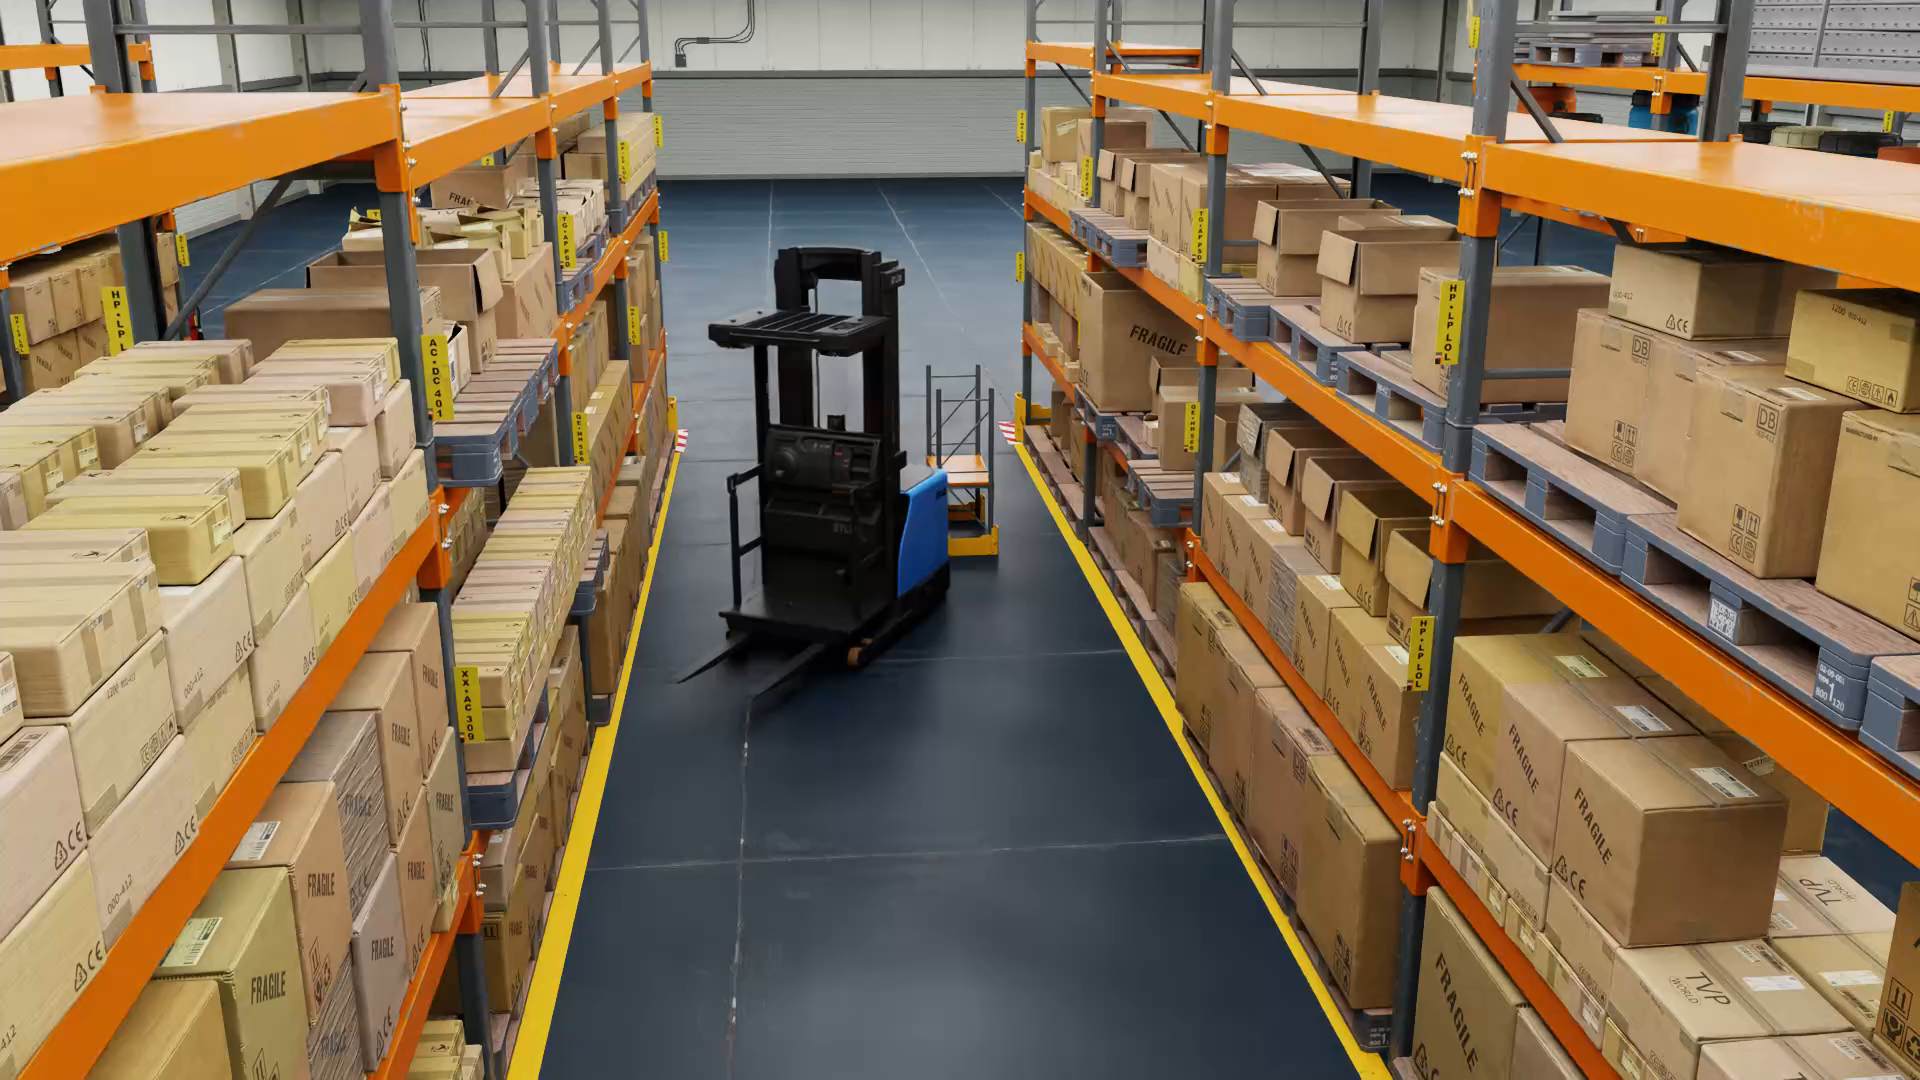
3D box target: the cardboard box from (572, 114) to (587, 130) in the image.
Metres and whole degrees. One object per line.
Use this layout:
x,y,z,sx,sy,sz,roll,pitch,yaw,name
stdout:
-3.996,-4.242,16.894,0.380,0.149,0.250,-2,18,-5,cardboard box

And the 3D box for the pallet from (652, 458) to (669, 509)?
-3.456,-0.557,16.600,1.003,0.211,1.213,-2,18,-6,pallet

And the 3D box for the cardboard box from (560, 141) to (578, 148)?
-3.734,-3.482,15.140,0.500,0.250,0.500,-2,18,-6,cardboard box

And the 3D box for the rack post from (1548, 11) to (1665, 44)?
6.363,-5.012,16.245,0.937,0.300,0.954,-2,18,-7,rack post

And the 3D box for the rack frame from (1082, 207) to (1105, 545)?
1.618,-1.418,14.685,1.000,3.000,0.127,-2,18,-6,rack frame

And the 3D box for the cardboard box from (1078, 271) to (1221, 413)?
1.561,-1.663,13.764,1.000,1.000,1.000,-2,18,-5,cardboard box

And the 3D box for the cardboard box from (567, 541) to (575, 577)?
-2.302,0.115,9.026,0.380,0.149,0.250,-2,18,-6,cardboard box

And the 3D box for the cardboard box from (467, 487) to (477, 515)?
-3.028,-0.243,9.670,0.380,0.149,0.250,-2,18,-7,cardboard box

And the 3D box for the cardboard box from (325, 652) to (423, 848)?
-2.125,0.708,5.582,0.500,0.500,0.500,-2,18,-7,cardboard box

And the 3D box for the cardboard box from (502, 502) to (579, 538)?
-2.325,-0.103,9.222,0.380,0.149,0.250,-1,17,-4,cardboard box

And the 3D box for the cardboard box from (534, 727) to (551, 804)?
-2.420,1.184,8.617,0.500,0.250,0.500,-1,17,-4,cardboard box

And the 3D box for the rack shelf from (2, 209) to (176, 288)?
-8.446,-2.795,15.266,1.077,0.370,4.000,-2,18,-6,rack shelf

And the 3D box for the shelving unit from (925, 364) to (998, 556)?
-0.008,-0.738,15.025,0.587,1.500,1.083,-2,18,-6,shelving unit

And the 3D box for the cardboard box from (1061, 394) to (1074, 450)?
1.349,-1.254,17.634,0.500,0.500,0.500,3,18,9,cardboard box

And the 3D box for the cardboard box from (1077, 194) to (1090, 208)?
1.311,-2.905,14.665,0.500,0.250,0.500,-1,17,-4,cardboard box

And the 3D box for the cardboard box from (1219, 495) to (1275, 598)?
1.865,0.033,9.897,0.500,0.500,0.500,-2,18,-7,cardboard box

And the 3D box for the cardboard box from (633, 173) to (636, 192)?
-3.104,-3.199,14.902,0.380,0.149,0.250,-2,18,-7,cardboard box

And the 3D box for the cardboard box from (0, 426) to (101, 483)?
-2.624,-0.212,4.587,0.380,0.149,0.250,-1,17,-3,cardboard box

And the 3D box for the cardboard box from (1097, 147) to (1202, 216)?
1.568,-2.955,13.701,0.797,0.503,0.637,-3,18,-8,cardboard box

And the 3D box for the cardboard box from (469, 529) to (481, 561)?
-3.041,0.036,9.772,0.380,0.149,0.250,-1,17,-3,cardboard box

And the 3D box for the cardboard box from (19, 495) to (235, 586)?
-1.948,0.002,3.906,0.380,0.149,0.250,-1,17,-4,cardboard box

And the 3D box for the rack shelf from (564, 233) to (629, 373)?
-3.120,-1.787,12.053,1.077,0.370,4.000,-2,18,-6,rack shelf

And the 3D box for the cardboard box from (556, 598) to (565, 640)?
-2.247,0.413,8.573,0.380,0.149,0.250,-3,18,-8,cardboard box

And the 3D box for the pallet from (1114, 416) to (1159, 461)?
1.786,-0.723,12.792,1.003,0.211,1.213,-2,18,-6,pallet

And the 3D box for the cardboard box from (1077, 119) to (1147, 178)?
1.318,-3.403,14.503,0.500,0.500,0.500,-2,18,-7,cardboard box

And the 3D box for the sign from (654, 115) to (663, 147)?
-3.197,-4.315,17.559,0.100,0.325,0.005,-2,18,-6,sign

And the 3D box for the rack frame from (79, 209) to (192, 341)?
-8.652,-2.303,17.506,1.000,3.000,0.127,-2,18,-6,rack frame

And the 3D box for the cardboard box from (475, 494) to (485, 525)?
-3.063,-0.175,9.949,0.380,0.149,0.250,-1,17,-3,cardboard box

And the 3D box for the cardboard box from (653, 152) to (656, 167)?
-3.367,-3.957,17.317,0.380,0.149,0.250,-2,18,-6,cardboard box

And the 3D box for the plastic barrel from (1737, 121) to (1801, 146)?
6.813,-3.096,14.187,0.600,0.901,0.708,-2,18,-6,plastic barrel

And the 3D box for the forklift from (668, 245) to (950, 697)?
-1.109,-0.597,12.184,1.130,2.935,3.031,7,19,21,forklift

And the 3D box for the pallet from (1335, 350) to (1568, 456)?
2.299,-0.646,7.537,0.805,0.209,1.217,-2,18,-8,pallet

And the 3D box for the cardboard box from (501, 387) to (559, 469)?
-2.950,-0.762,10.759,0.700,0.500,0.500,-2,18,-6,cardboard box

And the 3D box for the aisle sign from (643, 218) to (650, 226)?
-3.448,-3.757,17.796,0.394,0.787,0.004,-2,18,-6,aisle sign

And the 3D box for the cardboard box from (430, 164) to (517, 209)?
-3.371,-2.339,11.577,0.500,0.500,0.500,-2,18,-6,cardboard box

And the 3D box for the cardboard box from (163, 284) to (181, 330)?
-8.322,-2.340,16.958,0.500,0.500,0.500,-2,18,-7,cardboard box

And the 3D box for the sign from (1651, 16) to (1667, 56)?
5.996,-4.319,14.261,0.100,0.325,0.005,-2,18,-6,sign

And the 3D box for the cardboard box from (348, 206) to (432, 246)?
-3.093,-1.664,9.017,0.396,0.266,0.258,-2,18,-6,cardboard box

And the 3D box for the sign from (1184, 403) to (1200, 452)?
1.492,-0.721,10.665,0.100,0.325,0.005,-2,18,-6,sign

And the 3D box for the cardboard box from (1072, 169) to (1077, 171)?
1.241,-3.370,15.482,0.380,0.149,0.250,-1,17,-4,cardboard box

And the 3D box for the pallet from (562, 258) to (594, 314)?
-3.033,-1.634,10.681,1.213,0.211,1.003,-1,17,-3,pallet

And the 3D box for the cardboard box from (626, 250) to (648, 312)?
-3.484,-2.475,16.001,0.875,0.550,0.500,-2,18,-6,cardboard box

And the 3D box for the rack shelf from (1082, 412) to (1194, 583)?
1.824,-0.479,12.895,1.077,0.370,4.000,-2,18,-6,rack shelf

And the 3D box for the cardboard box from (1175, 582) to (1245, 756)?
2.081,0.794,10.487,1.225,0.875,0.875,-3,18,-8,cardboard box

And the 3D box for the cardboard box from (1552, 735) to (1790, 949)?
2.340,0.990,5.517,0.500,0.500,0.500,-2,18,-7,cardboard box

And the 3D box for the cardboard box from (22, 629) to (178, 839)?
-1.930,0.388,3.340,0.500,0.250,0.500,-2,18,-6,cardboard box

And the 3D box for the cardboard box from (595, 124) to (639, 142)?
-3.158,-3.732,15.270,0.380,0.149,0.250,-2,18,-6,cardboard box

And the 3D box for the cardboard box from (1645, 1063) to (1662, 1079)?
2.334,1.726,5.091,0.380,0.149,0.250,-1,17,-5,cardboard box

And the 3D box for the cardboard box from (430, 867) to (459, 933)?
-2.104,1.360,6.257,0.380,0.149,0.250,-2,18,-7,cardboard box

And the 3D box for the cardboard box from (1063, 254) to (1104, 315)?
1.245,-2.359,15.350,0.500,0.500,0.500,-2,18,-6,cardboard box

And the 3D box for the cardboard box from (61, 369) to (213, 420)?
-2.635,-0.450,5.345,0.380,0.149,0.250,-2,18,-6,cardboard box

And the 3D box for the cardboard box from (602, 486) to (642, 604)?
-3.077,0.048,13.071,1.050,0.750,0.750,-2,18,-6,cardboard box

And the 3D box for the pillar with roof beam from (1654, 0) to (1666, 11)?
10.780,-10.979,35.124,9.100,9.000,0.400,-2,18,-6,pillar with roof beam

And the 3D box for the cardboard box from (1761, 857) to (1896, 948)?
2.858,1.325,5.702,0.500,0.250,0.500,-1,17,-5,cardboard box

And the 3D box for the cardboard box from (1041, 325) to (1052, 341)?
1.062,-2.173,17.511,0.380,0.149,0.250,-2,18,-6,cardboard box
